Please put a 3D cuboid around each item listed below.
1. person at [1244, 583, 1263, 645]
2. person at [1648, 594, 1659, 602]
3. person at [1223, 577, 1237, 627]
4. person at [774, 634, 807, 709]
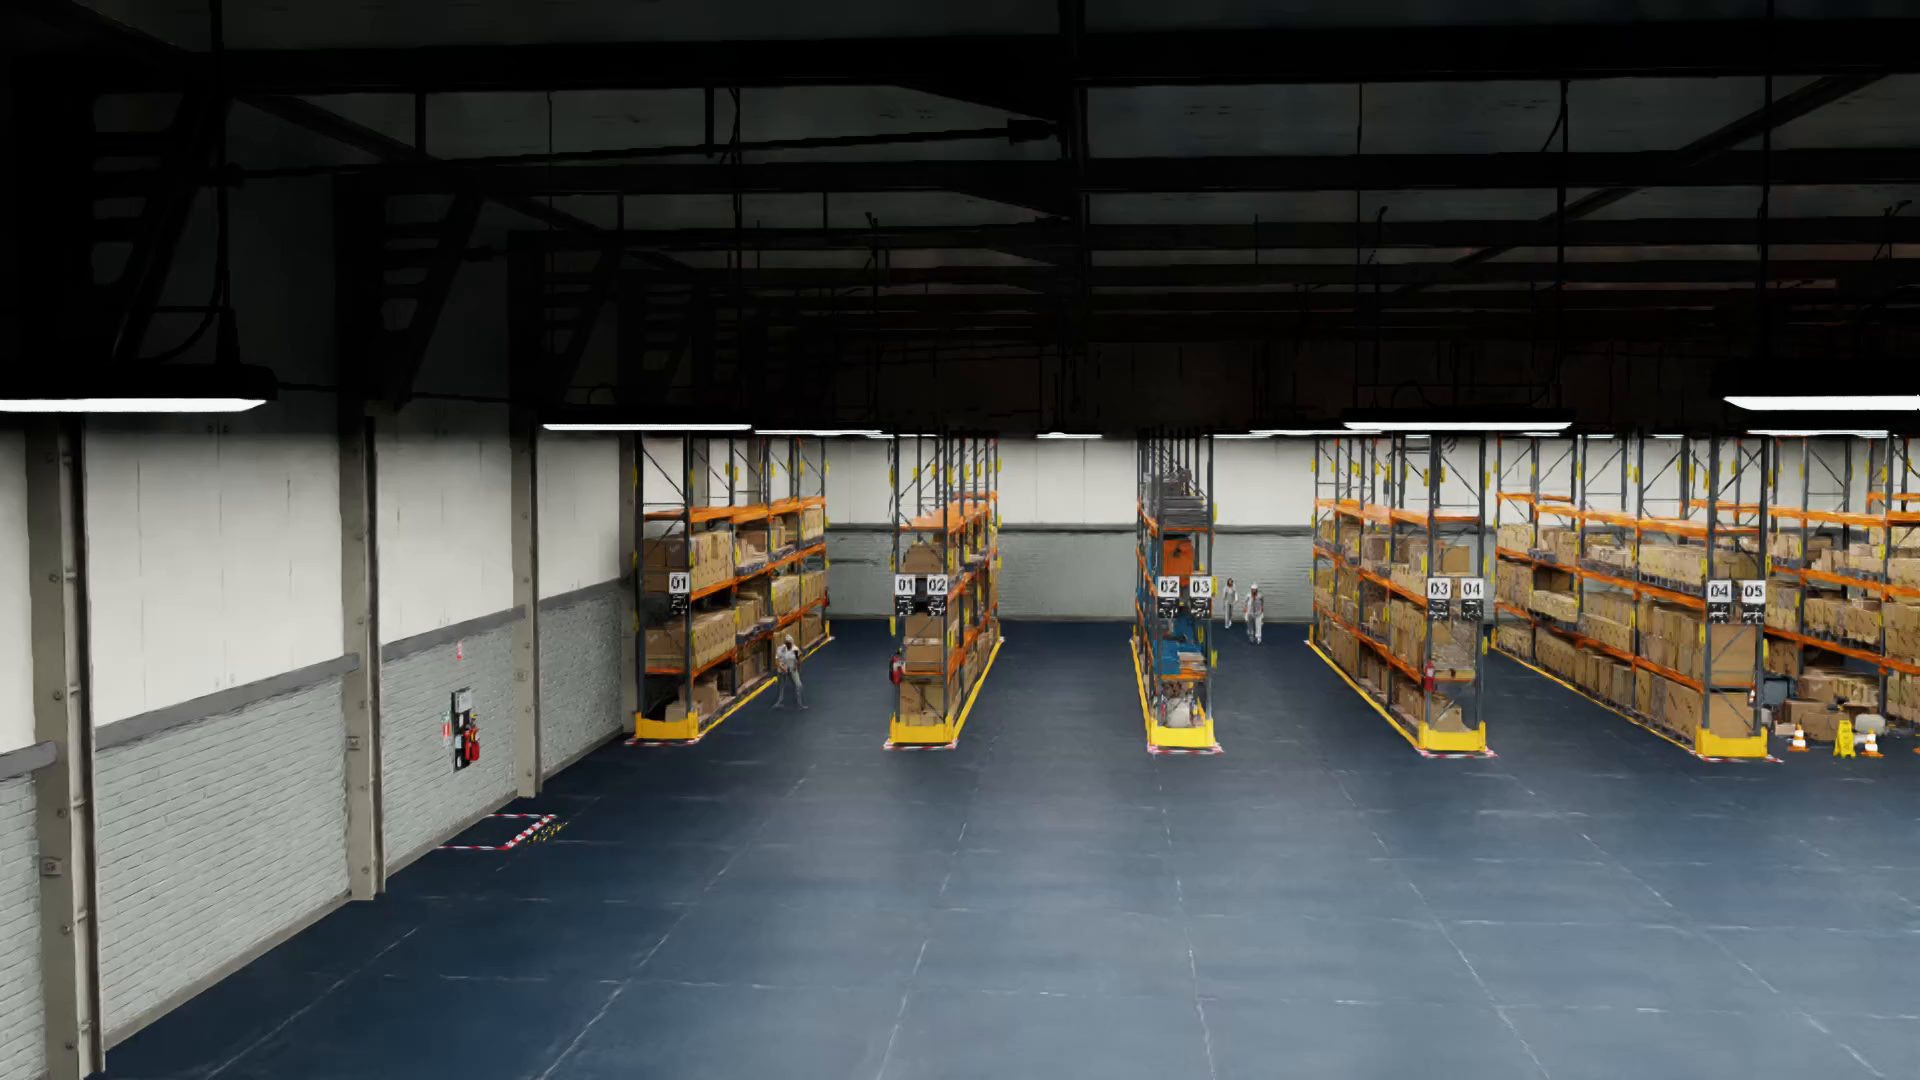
[{"bbox_3d":[8.226,2.059,46.528,0.553,1.709,1.123,0,3,7],"label":"person"},{"bbox_3d":[18.762,2.184,44.950,0.488,1.667,0.582,0,3,-3],"label":"person"},{"bbox_3d":[8.267,1.892,50.917,0.415,1.517,1.041,0,3,2],"label":"person"},{"bbox_3d":[-3.640,2.786,35.472,0.661,1.599,0.805,-1,4,-13],"label":"person"}]
